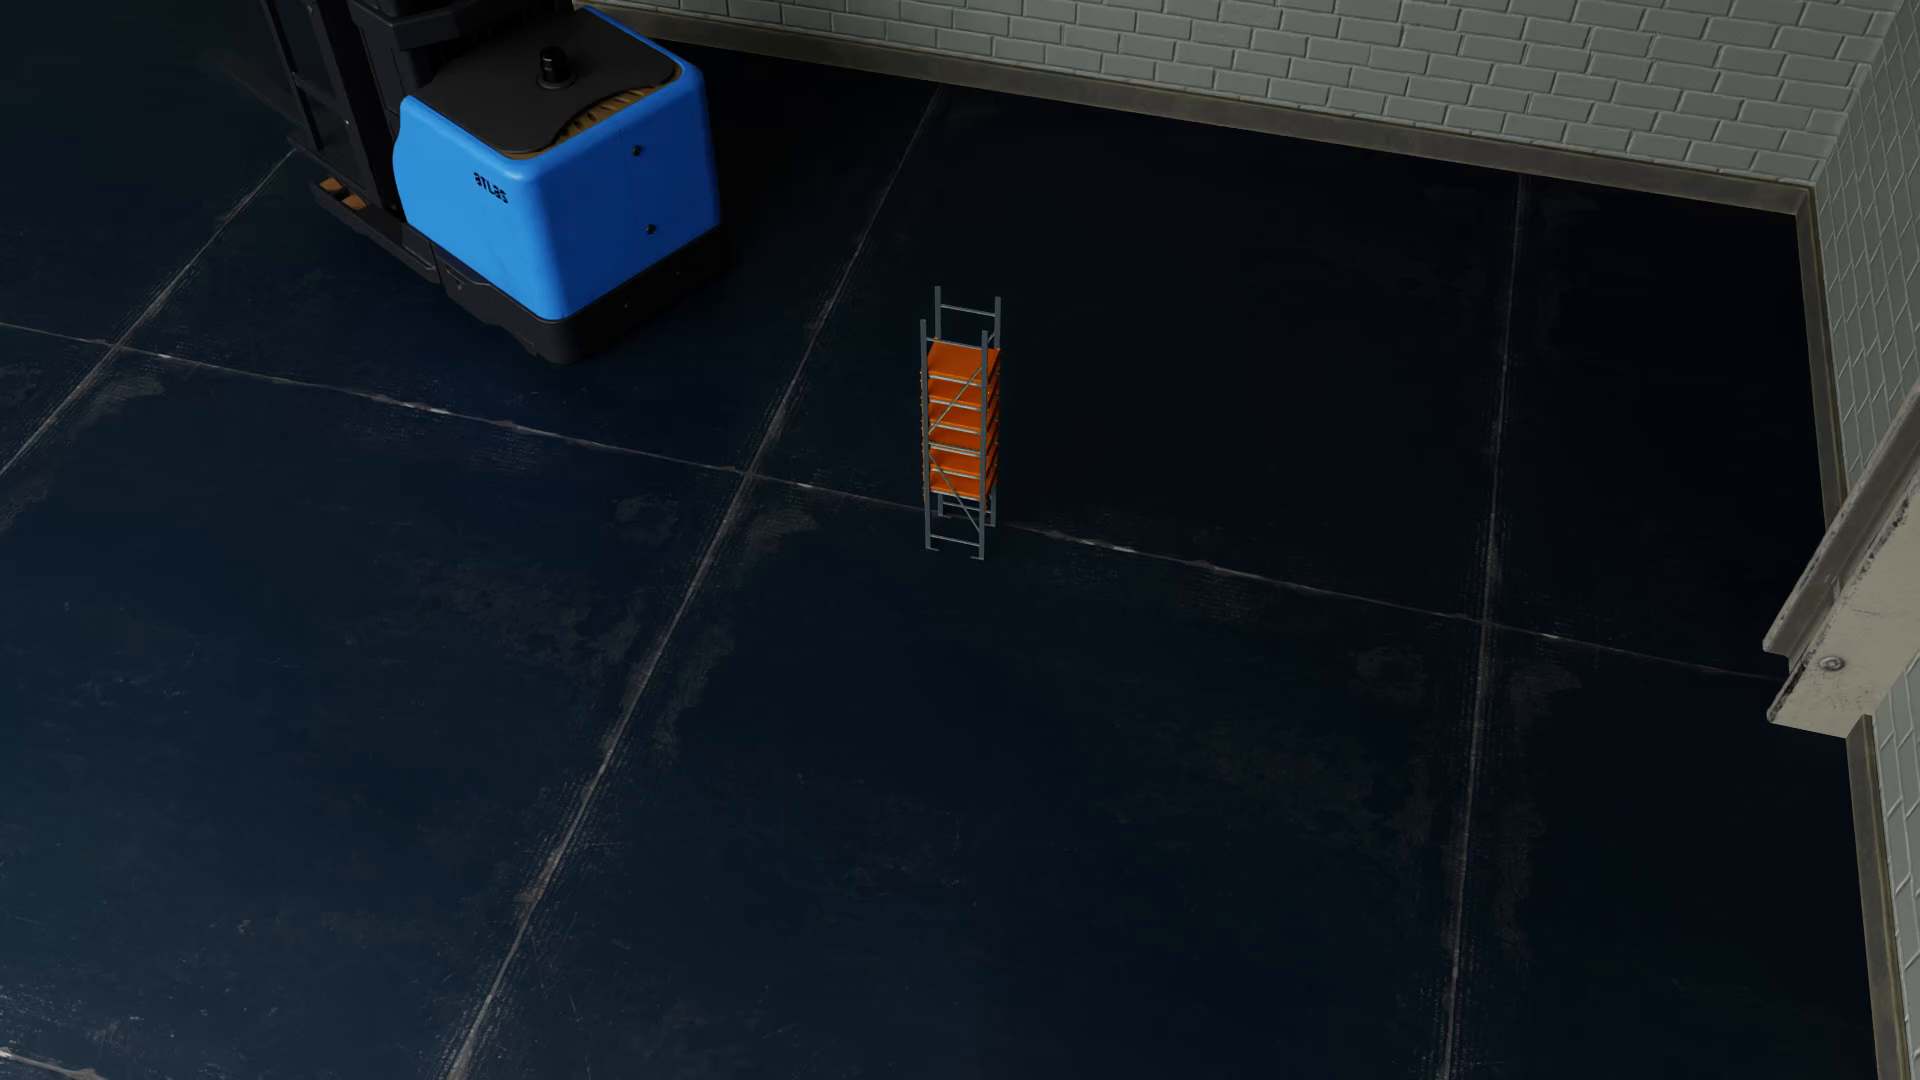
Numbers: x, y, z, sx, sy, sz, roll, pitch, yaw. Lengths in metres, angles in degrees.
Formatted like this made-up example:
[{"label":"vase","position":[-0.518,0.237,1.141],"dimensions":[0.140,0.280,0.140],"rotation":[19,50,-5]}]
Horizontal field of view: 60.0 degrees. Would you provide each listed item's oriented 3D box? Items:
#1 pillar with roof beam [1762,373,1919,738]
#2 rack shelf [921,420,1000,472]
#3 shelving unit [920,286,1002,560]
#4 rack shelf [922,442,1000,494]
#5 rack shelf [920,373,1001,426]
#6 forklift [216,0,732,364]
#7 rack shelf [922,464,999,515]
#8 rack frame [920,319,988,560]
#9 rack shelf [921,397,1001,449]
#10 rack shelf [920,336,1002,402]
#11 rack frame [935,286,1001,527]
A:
[{"label":"pillar with roof beam","position":[-0.999,-3.275,3.557],"dimensions":[9.100,9.000,0.400],"rotation":[12,50,10]},{"label":"rack shelf","position":[0.004,-0.378,6.262],"dimensions":[0.258,0.103,0.180],"rotation":[12,50,10]},{"label":"shelving unit","position":[0.004,-0.408,6.228],"dimensions":[0.258,1.200,0.189],"rotation":[12,50,10]},{"label":"rack shelf","position":[0.004,-0.299,6.352],"dimensions":[0.258,0.103,0.180],"rotation":[12,50,10]},{"label":"rack shelf","position":[0.004,-0.537,6.082],"dimensions":[0.258,0.103,0.180],"rotation":[12,50,10]},{"label":"forklift","position":[-2.488,-2.713,7.109],"dimensions":[3.031,2.935,1.130],"rotation":[35,57,27]},{"label":"rack shelf","position":[0.004,-0.219,6.441],"dimensions":[0.258,0.103,0.180],"rotation":[12,50,10]},{"label":"rack frame","position":[-0.020,-0.341,6.170],"dimensions":[0.240,1.200,0.006],"rotation":[12,50,10]},{"label":"rack shelf","position":[0.004,-0.458,6.172],"dimensions":[0.258,0.103,0.180],"rotation":[12,50,10]},{"label":"rack shelf","position":[0.004,-0.616,5.992],"dimensions":[0.258,0.103,0.180],"rotation":[12,50,10]},{"label":"rack frame","position":[0.028,-0.474,6.287],"dimensions":[0.240,1.200,0.006],"rotation":[12,50,10]}]
